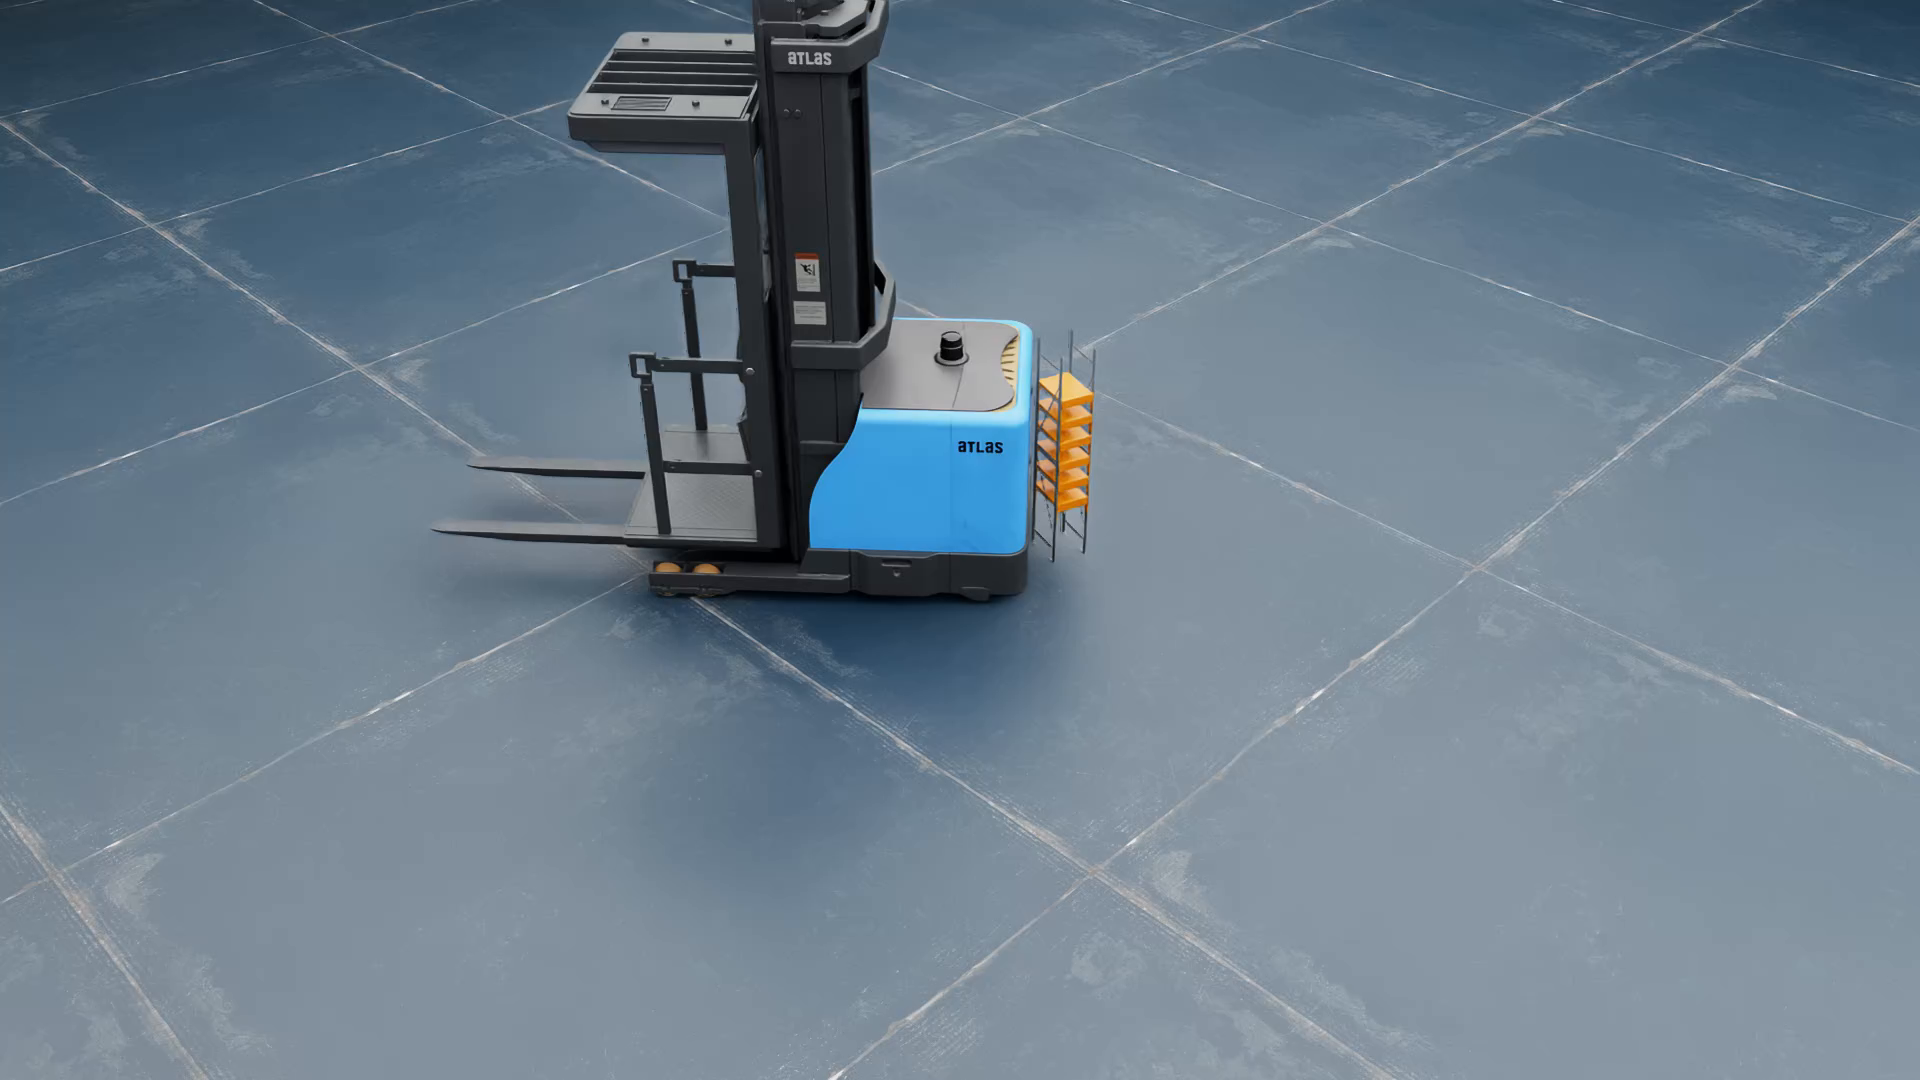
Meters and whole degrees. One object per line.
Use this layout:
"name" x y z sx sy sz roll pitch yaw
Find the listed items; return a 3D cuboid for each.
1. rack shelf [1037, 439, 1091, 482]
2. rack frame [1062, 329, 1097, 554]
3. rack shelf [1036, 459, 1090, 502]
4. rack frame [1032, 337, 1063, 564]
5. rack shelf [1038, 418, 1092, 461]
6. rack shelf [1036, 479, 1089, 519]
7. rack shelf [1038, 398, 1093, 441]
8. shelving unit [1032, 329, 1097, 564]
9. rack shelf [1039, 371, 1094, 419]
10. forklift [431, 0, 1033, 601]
"rack shelf" 0.515 -0.418 8.369 0.180 0.103 0.258 -16 38 -22
"rack frame" 0.596 -0.478 8.377 0.006 1.200 0.240 -16 38 -22
"rack shelf" 0.515 -0.319 8.437 0.180 0.103 0.258 -16 38 -22
"rack frame" 0.433 -0.431 8.309 0.006 1.200 0.240 -16 38 -22
"rack shelf" 0.515 -0.516 8.300 0.180 0.103 0.258 -16 38 -22
"rack shelf" 0.515 -0.221 8.506 0.180 0.103 0.258 -16 38 -22
"rack shelf" 0.515 -0.615 8.231 0.180 0.103 0.258 -16 38 -22
"shelving unit" 0.515 -0.454 8.343 0.189 1.200 0.258 -16 38 -22
"rack shelf" 0.515 -0.713 8.163 0.180 0.103 0.258 -16 38 -22
"forklift" -1.156 -1.216 7.921 3.031 2.935 1.130 2 35 3
